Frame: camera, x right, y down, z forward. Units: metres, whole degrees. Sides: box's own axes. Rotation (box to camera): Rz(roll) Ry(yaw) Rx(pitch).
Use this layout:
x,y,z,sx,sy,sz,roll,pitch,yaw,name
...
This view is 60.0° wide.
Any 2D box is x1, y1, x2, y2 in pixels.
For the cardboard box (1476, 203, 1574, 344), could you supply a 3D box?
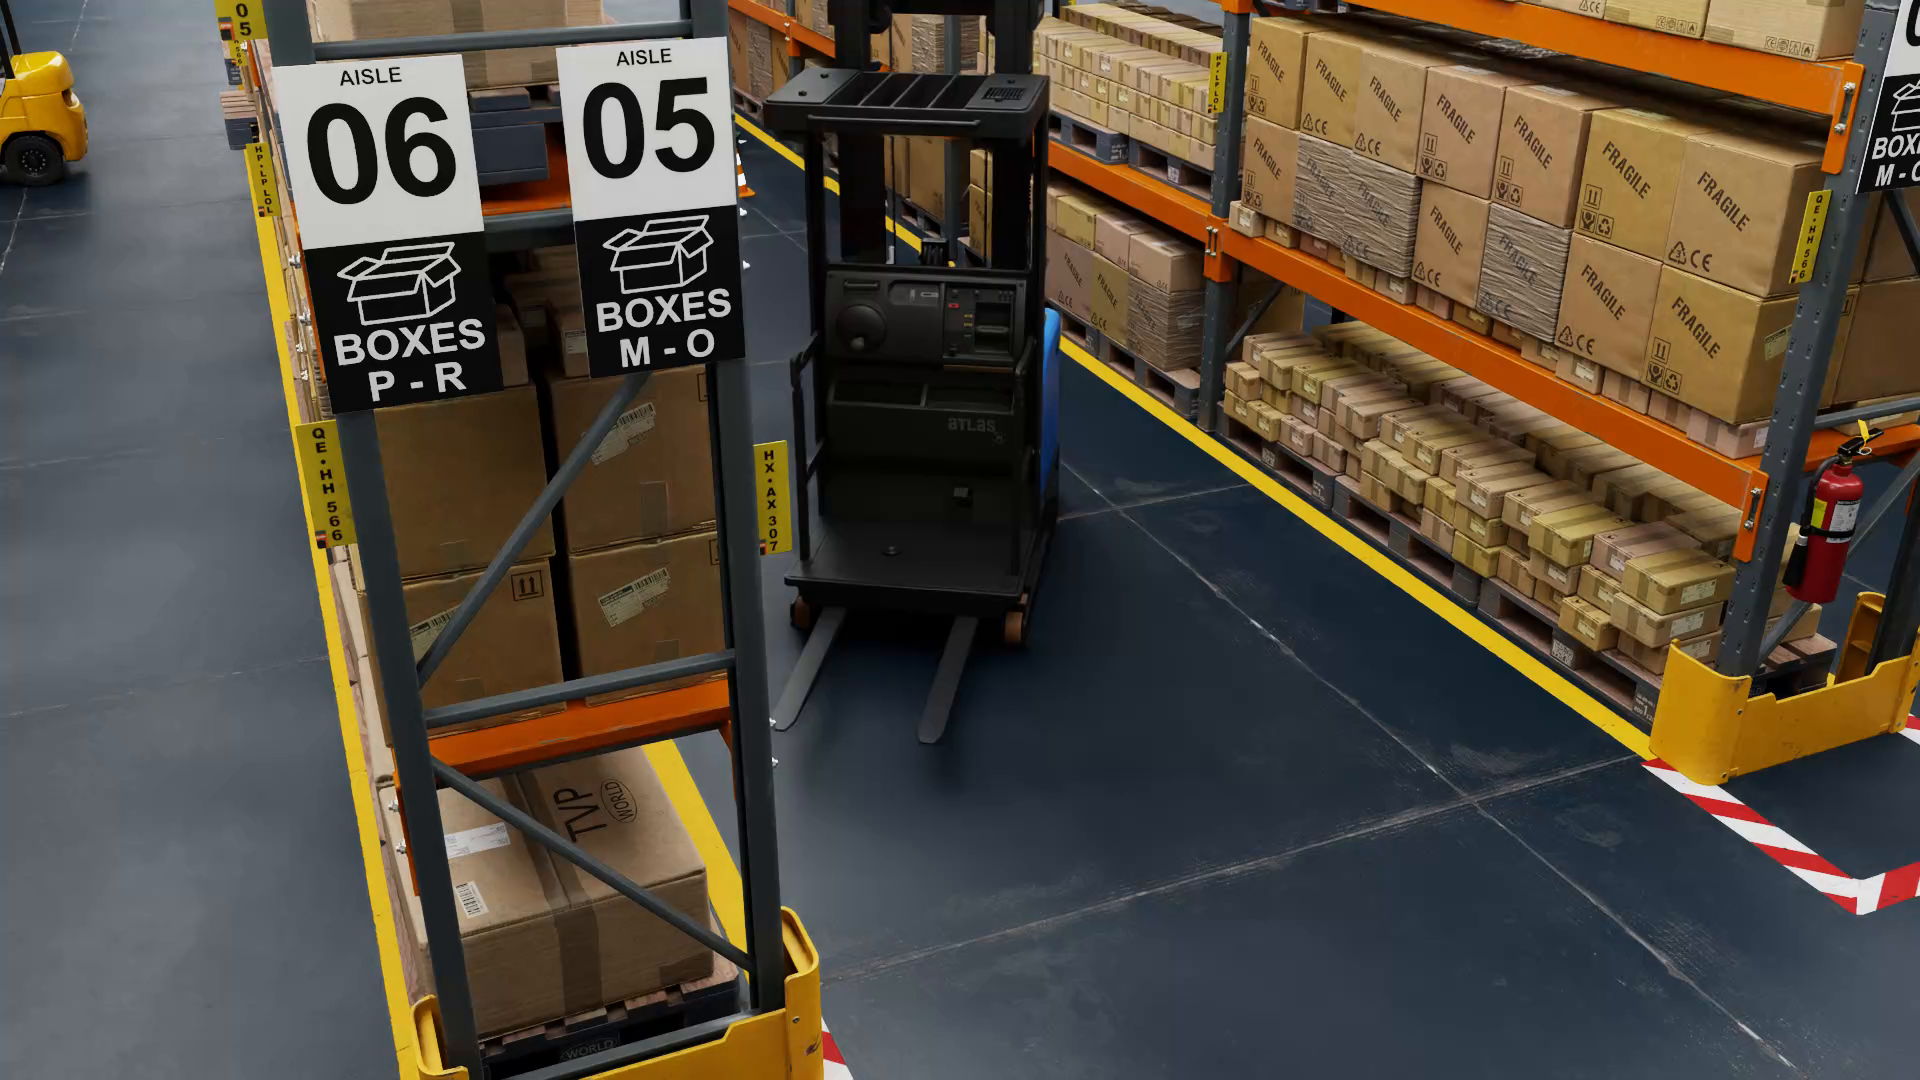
x,y,z,sx,sy,sz,roll,pitch,yaw,name
2.678,-1.212,7.361,0.500,0.500,0.500,-10,28,-20,cardboard box

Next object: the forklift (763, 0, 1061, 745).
x,y,z,sx,sy,sz,roll,pitch,yaw,name
-0.192,-0.989,7.435,1.130,2.935,3.031,4,26,8,forklift

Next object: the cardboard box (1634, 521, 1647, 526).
x,y,z,sx,sy,sz,roll,pitch,yaw,name
3.294,0.015,7.733,0.380,0.149,0.250,-10,28,-20,cardboard box

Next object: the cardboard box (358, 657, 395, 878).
x,y,z,sx,sy,sz,roll,pitch,yaw,name
-1.737,0.752,6.232,0.875,0.438,0.875,-10,28,-19,cardboard box

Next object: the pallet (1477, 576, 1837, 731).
x,y,z,sx,sy,sz,roll,pitch,yaw,name
3.180,0.404,7.682,1.003,0.211,1.213,-11,28,-21,pallet

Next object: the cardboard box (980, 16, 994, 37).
x,y,z,sx,sy,sz,roll,pitch,yaw,name
0.367,-3.836,12.317,0.380,0.149,0.250,-11,28,-21,cardboard box

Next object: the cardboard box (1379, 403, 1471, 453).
x,y,z,sx,sy,sz,roll,pitch,yaw,name
2.401,-0.571,8.592,0.380,0.149,0.250,-12,28,-23,cardboard box

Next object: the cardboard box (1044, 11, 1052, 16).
x,y,z,sx,sy,sz,roll,pitch,yaw,name
0.435,-3.987,13.382,0.500,0.500,0.500,-10,28,-20,cardboard box

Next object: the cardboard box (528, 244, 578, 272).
x,y,z,sx,sy,sz,roll,pitch,yaw,name
-1.069,-0.788,4.952,0.380,0.149,0.250,-10,28,-19,cardboard box

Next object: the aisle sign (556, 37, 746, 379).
x,y,z,sx,sy,sz,roll,pitch,yaw,name
-0.725,-0.782,3.970,0.394,0.787,0.004,-11,28,-21,aisle sign

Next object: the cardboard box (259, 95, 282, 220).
x,y,z,sx,sy,sz,roll,pitch,yaw,name
-2.992,-1.839,7.845,0.500,0.500,0.500,-10,28,-19,cardboard box

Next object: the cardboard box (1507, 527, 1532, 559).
x,y,z,sx,sy,sz,roll,pitch,yaw,name
2.810,-0.025,7.815,0.380,0.149,0.250,-11,28,-21,cardboard box

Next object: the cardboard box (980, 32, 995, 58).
x,y,z,sx,sy,sz,roll,pitch,yaw,name
0.367,-3.694,12.366,0.380,0.149,0.250,-9,28,-18,cardboard box

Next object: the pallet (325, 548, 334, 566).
x,y,z,sx,sy,sz,roll,pitch,yaw,name
-2.958,-0.253,9.029,1.003,0.211,1.213,-11,28,-21,pallet

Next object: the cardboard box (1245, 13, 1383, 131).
x,y,z,sx,sy,sz,roll,pitch,yaw,name
1.881,-2.503,8.865,0.500,0.500,0.500,-10,28,-19,cardboard box

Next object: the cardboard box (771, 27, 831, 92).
x,y,z,sx,sy,sz,roll,pitch,yaw,name
-1.386,-4.829,17.164,0.875,0.875,0.875,-10,28,-20,cardboard box

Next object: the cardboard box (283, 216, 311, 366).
x,y,z,sx,sy,sz,roll,pitch,yaw,name
-2.045,-0.851,5.820,0.500,0.500,0.500,-11,28,-21,cardboard box

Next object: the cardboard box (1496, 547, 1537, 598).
x,y,z,sx,sy,sz,roll,pitch,yaw,name
2.770,0.126,7.844,0.380,0.149,0.250,-10,28,-20,cardboard box

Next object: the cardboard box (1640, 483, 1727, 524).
x,y,z,sx,sy,sz,roll,pitch,yaw,name
3.403,-0.144,7.718,0.380,0.149,0.250,-11,28,-21,cardboard box

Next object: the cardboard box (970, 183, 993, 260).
x,y,z,sx,sy,sz,roll,pitch,yaw,name
0.405,-2.450,12.720,0.500,0.500,0.500,-12,28,-23,cardboard box

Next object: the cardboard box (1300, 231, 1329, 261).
x,y,z,sx,sy,sz,roll,pitch,yaw,name
2.061,-1.626,8.947,0.380,0.149,0.250,-12,28,-23,cardboard box

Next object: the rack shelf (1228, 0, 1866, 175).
x,y,z,sx,sy,sz,roll,pitch,yaw,name
2.712,-2.317,7.477,1.077,0.370,4.000,-11,28,-21,rack shelf

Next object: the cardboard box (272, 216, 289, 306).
x,y,z,sx,sy,sz,roll,pitch,yaw,name
-3.959,-1.764,10.886,0.875,0.875,0.875,-11,28,-21,cardboard box

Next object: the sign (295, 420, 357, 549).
x,y,z,sx,sy,sz,roll,pitch,yaw,name
-1.525,-0.132,4.012,0.100,0.325,0.005,-11,28,-21,sign

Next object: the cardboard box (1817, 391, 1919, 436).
x,y,z,sx,sy,sz,roll,pitch,yaw,name
3.670,-0.559,6.762,0.380,0.149,0.250,-11,28,-21,cardboard box

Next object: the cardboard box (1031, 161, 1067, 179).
x,y,z,sx,sy,sz,roll,pitch,yaw,name
0.608,-2.592,12.155,0.500,0.250,0.500,-11,28,-21,cardboard box

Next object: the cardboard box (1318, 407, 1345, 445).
x,y,z,sx,sy,sz,roll,pitch,yaw,name
2.190,-0.651,9.096,0.380,0.149,0.250,-12,29,-23,cardboard box

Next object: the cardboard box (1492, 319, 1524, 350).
x,y,z,sx,sy,sz,roll,pitch,yaw,name
2.684,-0.990,7.645,0.380,0.149,0.250,-12,28,-23,cardboard box

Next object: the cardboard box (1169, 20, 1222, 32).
x,y,z,sx,sy,sz,roll,pitch,yaw,name
2.733,-5.841,19.665,0.500,0.500,0.500,-13,29,-25,cardboard box

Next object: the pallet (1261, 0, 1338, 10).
x,y,z,sx,sy,sz,roll,pitch,yaw,name
3.565,-5.721,17.266,1.003,0.211,1.213,-11,28,-21,pallet

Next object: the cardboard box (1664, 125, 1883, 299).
x,y,z,sx,sy,sz,roll,pitch,yaw,name
3.087,-1.254,6.308,0.500,0.500,0.500,-11,28,-22,cardboard box

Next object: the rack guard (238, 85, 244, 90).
x,y,z,sx,sy,sz,roll,pitch,yaw,name
-7.256,-4.898,18.213,1.175,0.500,0.348,-11,28,-21,rack guard

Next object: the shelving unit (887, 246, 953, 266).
x,y,z,sx,sy,sz,roll,pitch,yaw,name
-0.299,-1.013,9.458,0.258,1.200,0.503,-23,34,-38,shelving unit

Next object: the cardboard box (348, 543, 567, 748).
x,y,z,sx,sy,sz,roll,pitch,yaw,name
-1.452,0.213,4.782,0.500,0.500,0.500,-10,28,-20,cardboard box

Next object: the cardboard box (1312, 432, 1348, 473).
x,y,z,sx,sy,sz,roll,pitch,yaw,name
2.170,-0.512,9.150,0.380,0.149,0.250,-11,28,-22,cardboard box

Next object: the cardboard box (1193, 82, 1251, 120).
x,y,z,sx,sy,sz,roll,pitch,yaw,name
1.592,-2.571,9.726,0.380,0.149,0.250,-9,28,-18,cardboard box

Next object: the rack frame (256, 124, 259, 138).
x,y,z,sx,sy,sz,roll,pitch,yaw,name
-5.719,-4.438,14.420,1.000,3.000,0.127,-11,28,-21,rack frame

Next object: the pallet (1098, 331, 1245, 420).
x,y,z,sx,sy,sz,roll,pitch,yaw,name
1.622,-1.160,10.886,1.003,0.211,1.213,-11,28,-21,pallet

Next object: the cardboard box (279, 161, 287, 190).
x,y,z,sx,sy,sz,roll,pitch,yaw,name
-2.329,-1.402,6.210,0.380,0.149,0.250,-11,28,-22,cardboard box

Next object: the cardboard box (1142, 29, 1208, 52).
x,y,z,sx,sy,sz,roll,pitch,yaw,name
1.480,-3.416,11.457,0.380,0.149,0.250,-9,27,-18,cardboard box

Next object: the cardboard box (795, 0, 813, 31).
x,y,z,sx,sy,sz,roll,pitch,yaw,name
-1.246,-5.115,15.694,0.500,0.500,0.500,-10,28,-20,cardboard box

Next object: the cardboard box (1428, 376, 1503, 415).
x,y,z,sx,sy,sz,roll,pitch,yaw,name
2.769,-0.768,8.997,0.380,0.149,0.250,-12,28,-23,cardboard box

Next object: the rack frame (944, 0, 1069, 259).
x,y,z,sx,sy,sz,roll,pitch,yaw,name
0.362,-3.714,12.938,1.000,3.000,0.127,-11,28,-21,rack frame

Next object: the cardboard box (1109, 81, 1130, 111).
x,y,z,sx,sy,sz,roll,pitch,yaw,name
1.181,-2.857,10.652,0.380,0.149,0.250,-12,29,-23,cardboard box

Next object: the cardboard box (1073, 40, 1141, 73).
x,y,z,sx,sy,sz,roll,pitch,yaw,name
0.975,-3.206,11.027,0.380,0.149,0.250,-11,28,-21,cardboard box

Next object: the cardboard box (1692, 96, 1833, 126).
x,y,z,sx,sy,sz,roll,pitch,yaw,name
3.360,-1.542,6.896,0.500,0.500,0.500,-10,28,-19,cardboard box

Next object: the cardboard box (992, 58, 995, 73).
x,y,z,sx,sy,sz,roll,pitch,yaw,name
0.457,-3.466,12.238,0.380,0.149,0.250,-9,27,-18,cardboard box

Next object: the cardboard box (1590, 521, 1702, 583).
x,y,z,sx,sy,sz,roll,pitch,yaw,name
3.009,0.059,7.303,0.380,0.149,0.250,-10,28,-20,cardboard box

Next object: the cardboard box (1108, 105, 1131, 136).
x,y,z,sx,sy,sz,roll,pitch,yaw,name
1.181,-2.720,10.709,0.380,0.149,0.250,-12,28,-23,cardboard box

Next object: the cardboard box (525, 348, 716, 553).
x,y,z,sx,sy,sz,roll,pitch,yaw,name
-0.946,-0.330,4.754,0.500,0.500,0.500,-11,28,-22,cardboard box
